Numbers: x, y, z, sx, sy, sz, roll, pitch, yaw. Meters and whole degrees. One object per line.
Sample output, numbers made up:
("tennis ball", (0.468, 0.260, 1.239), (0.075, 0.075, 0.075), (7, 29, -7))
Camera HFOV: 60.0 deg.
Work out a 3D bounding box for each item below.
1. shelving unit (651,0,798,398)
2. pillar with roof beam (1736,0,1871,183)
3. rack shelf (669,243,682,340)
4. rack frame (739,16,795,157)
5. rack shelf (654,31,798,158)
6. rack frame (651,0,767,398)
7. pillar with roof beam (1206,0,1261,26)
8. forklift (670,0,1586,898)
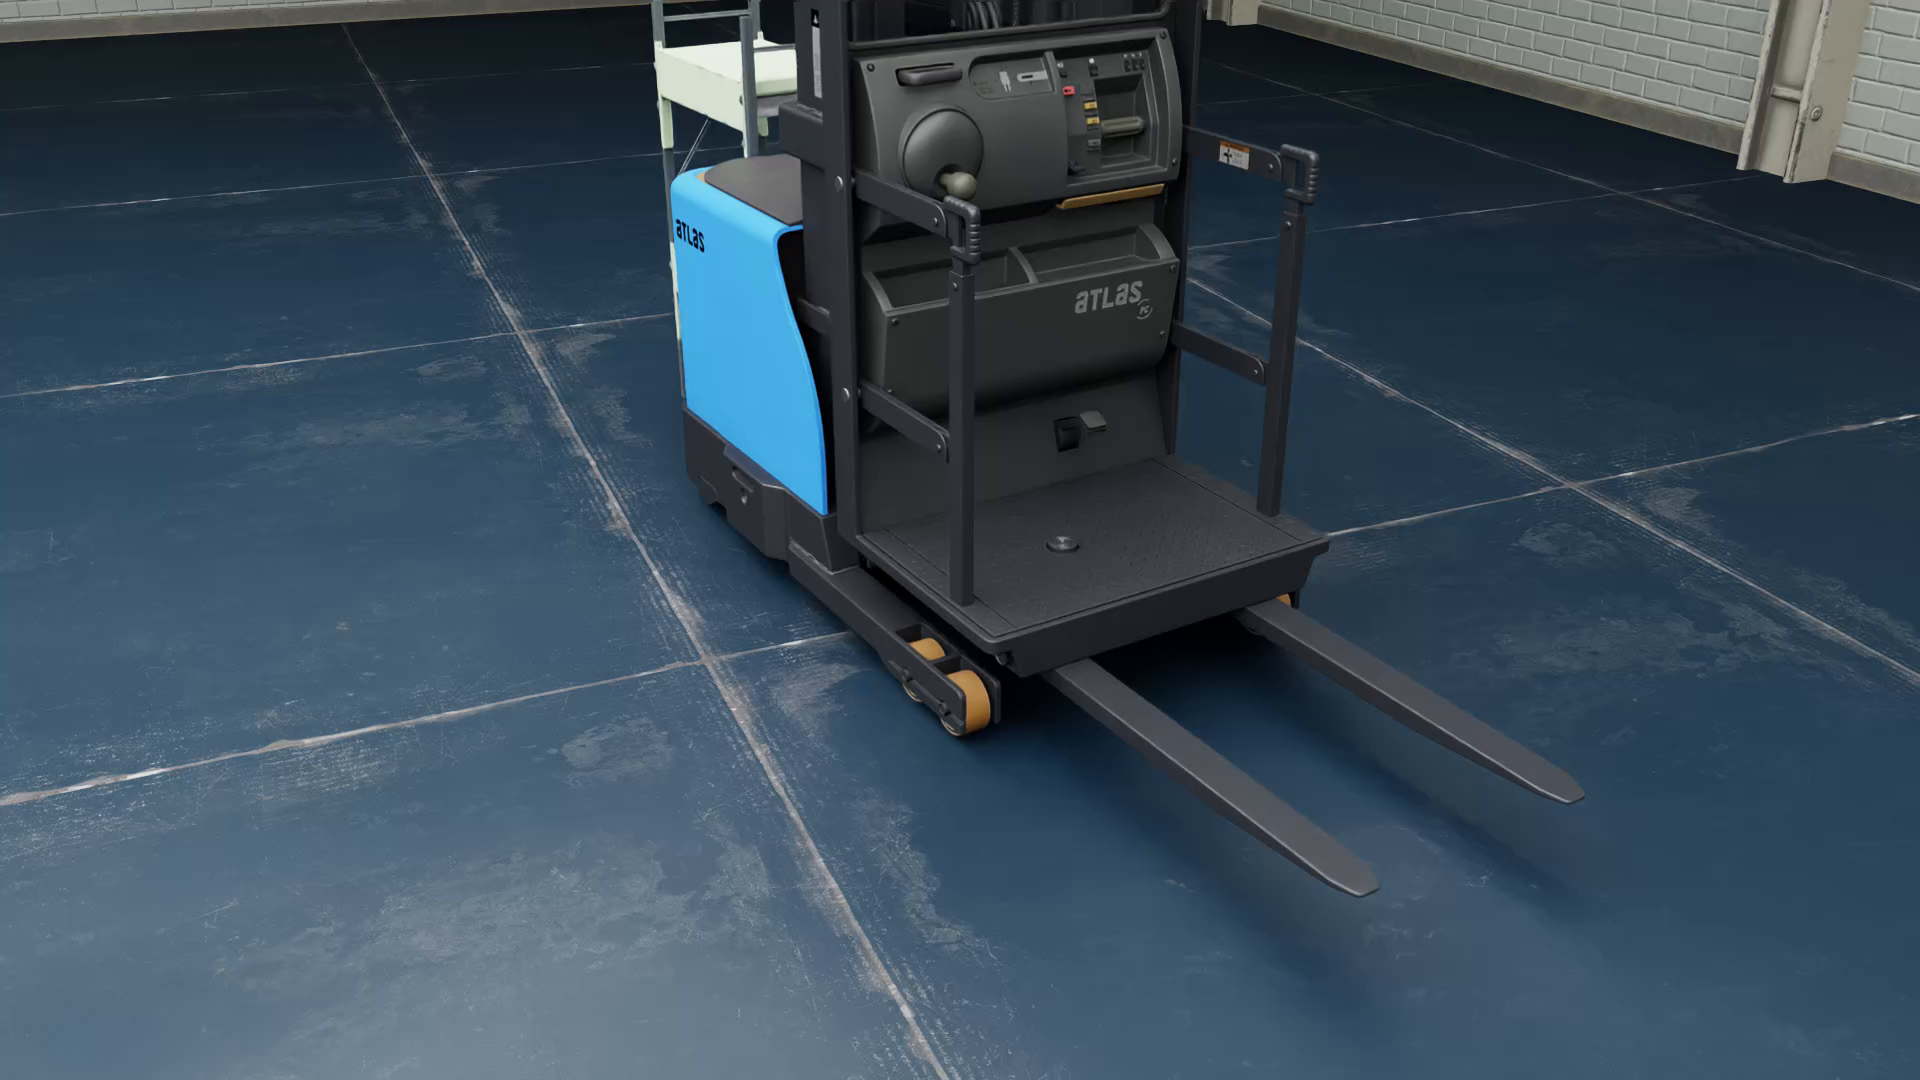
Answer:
("shelving unit", (-0.700, -1.128, 5.852), (0.431, 1.500, 0.755), (-15, 30, -28))
("pillar with roof beam", (0.776, -5.417, 6.089), (9.100, 9.000, 0.400), (-11, 28, -21))
("rack shelf", (-0.700, -0.836, 5.995), (0.431, 0.370, 0.720), (-15, 30, -28))
("rack frame", (-0.509, -0.992, 5.571), (0.400, 1.500, 0.023), (-15, 30, -28))
("rack shelf", (-0.700, -1.479, 5.681), (0.431, 0.370, 0.720), (-15, 30, -28))
("rack frame", (-0.891, -1.265, 6.132), (0.400, 1.500, 0.023), (-15, 30, -28))
("pillar with roof beam", (-1.574, -7.840, 11.050), (9.100, 9.000, 0.400), (-11, 28, -21))
("forklift", (0.287, -1.053, 4.066), (1.130, 2.935, 3.031), (-15, 30, -28))
